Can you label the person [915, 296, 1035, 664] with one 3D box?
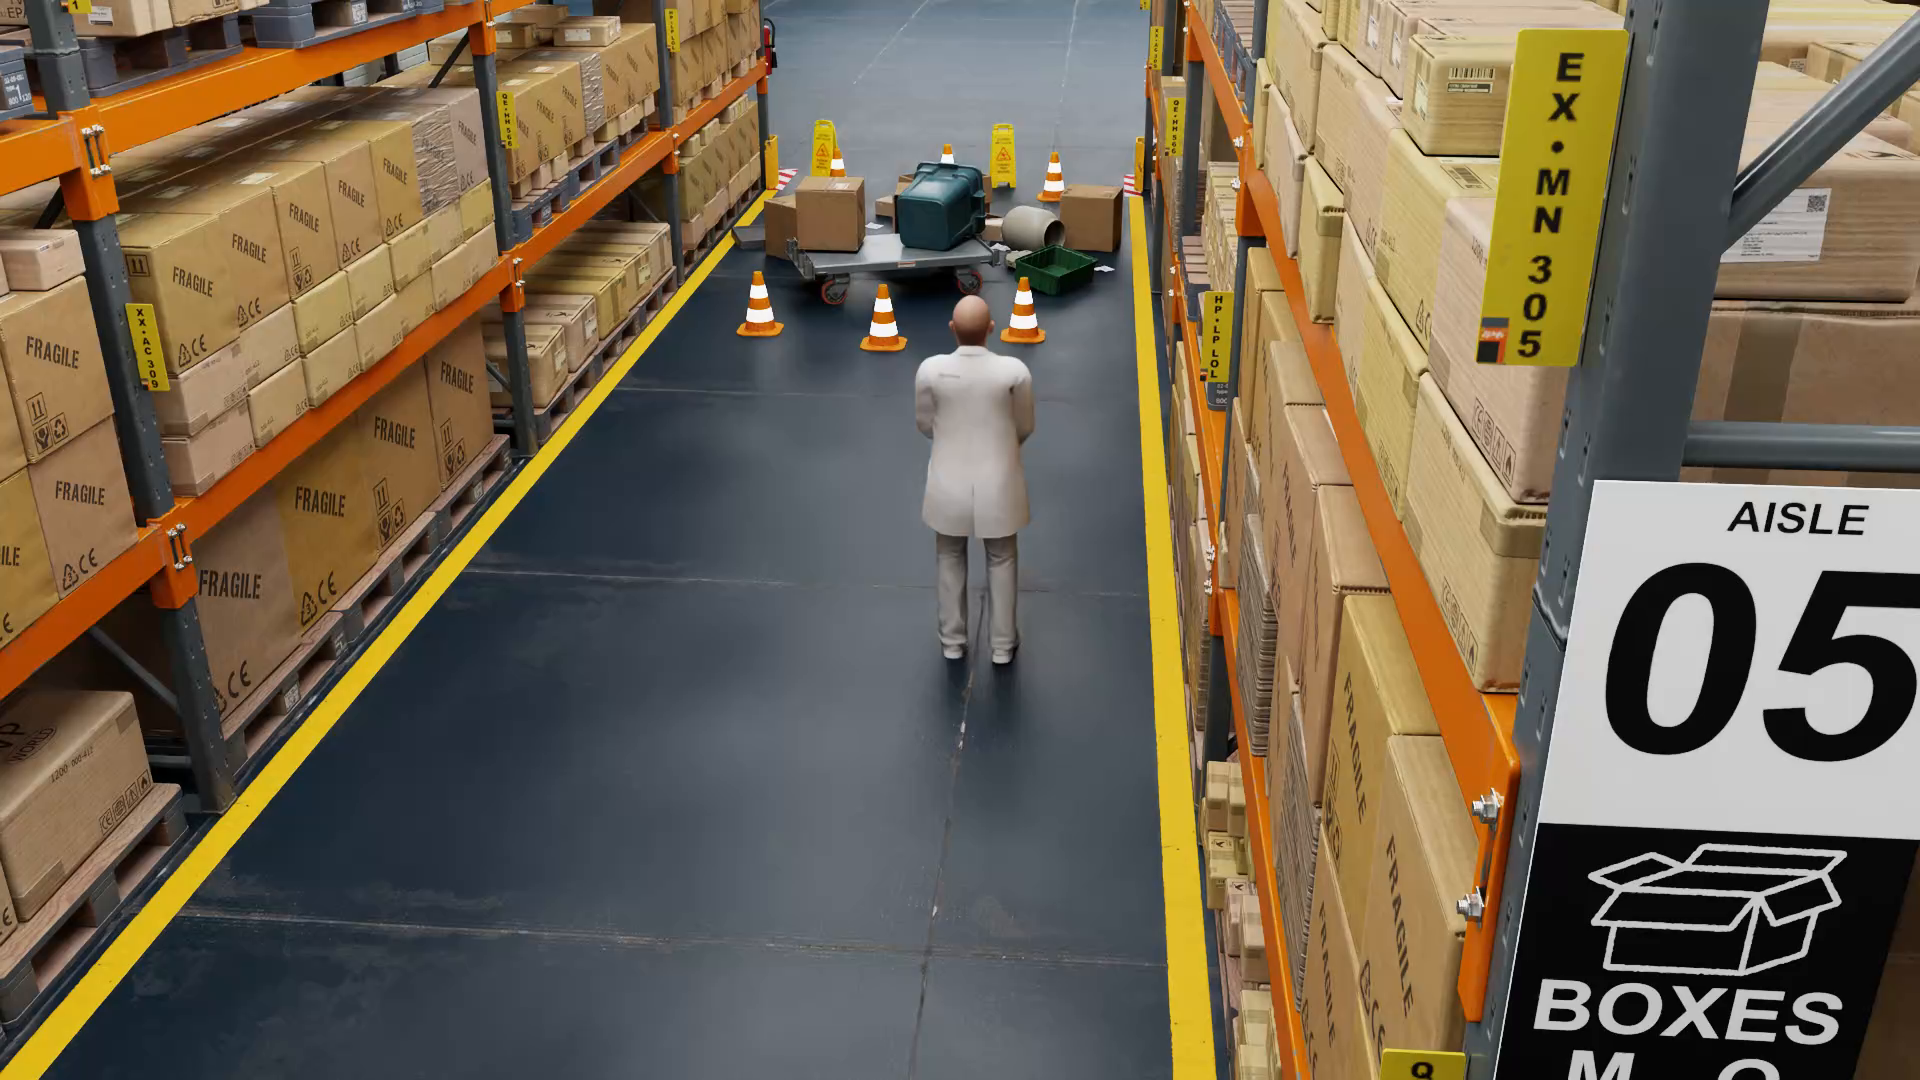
[{"bbox_3d":[0.079,-0.315,7.814,0.548,1.778,0.535,2,24,4],"label":"person"}]
